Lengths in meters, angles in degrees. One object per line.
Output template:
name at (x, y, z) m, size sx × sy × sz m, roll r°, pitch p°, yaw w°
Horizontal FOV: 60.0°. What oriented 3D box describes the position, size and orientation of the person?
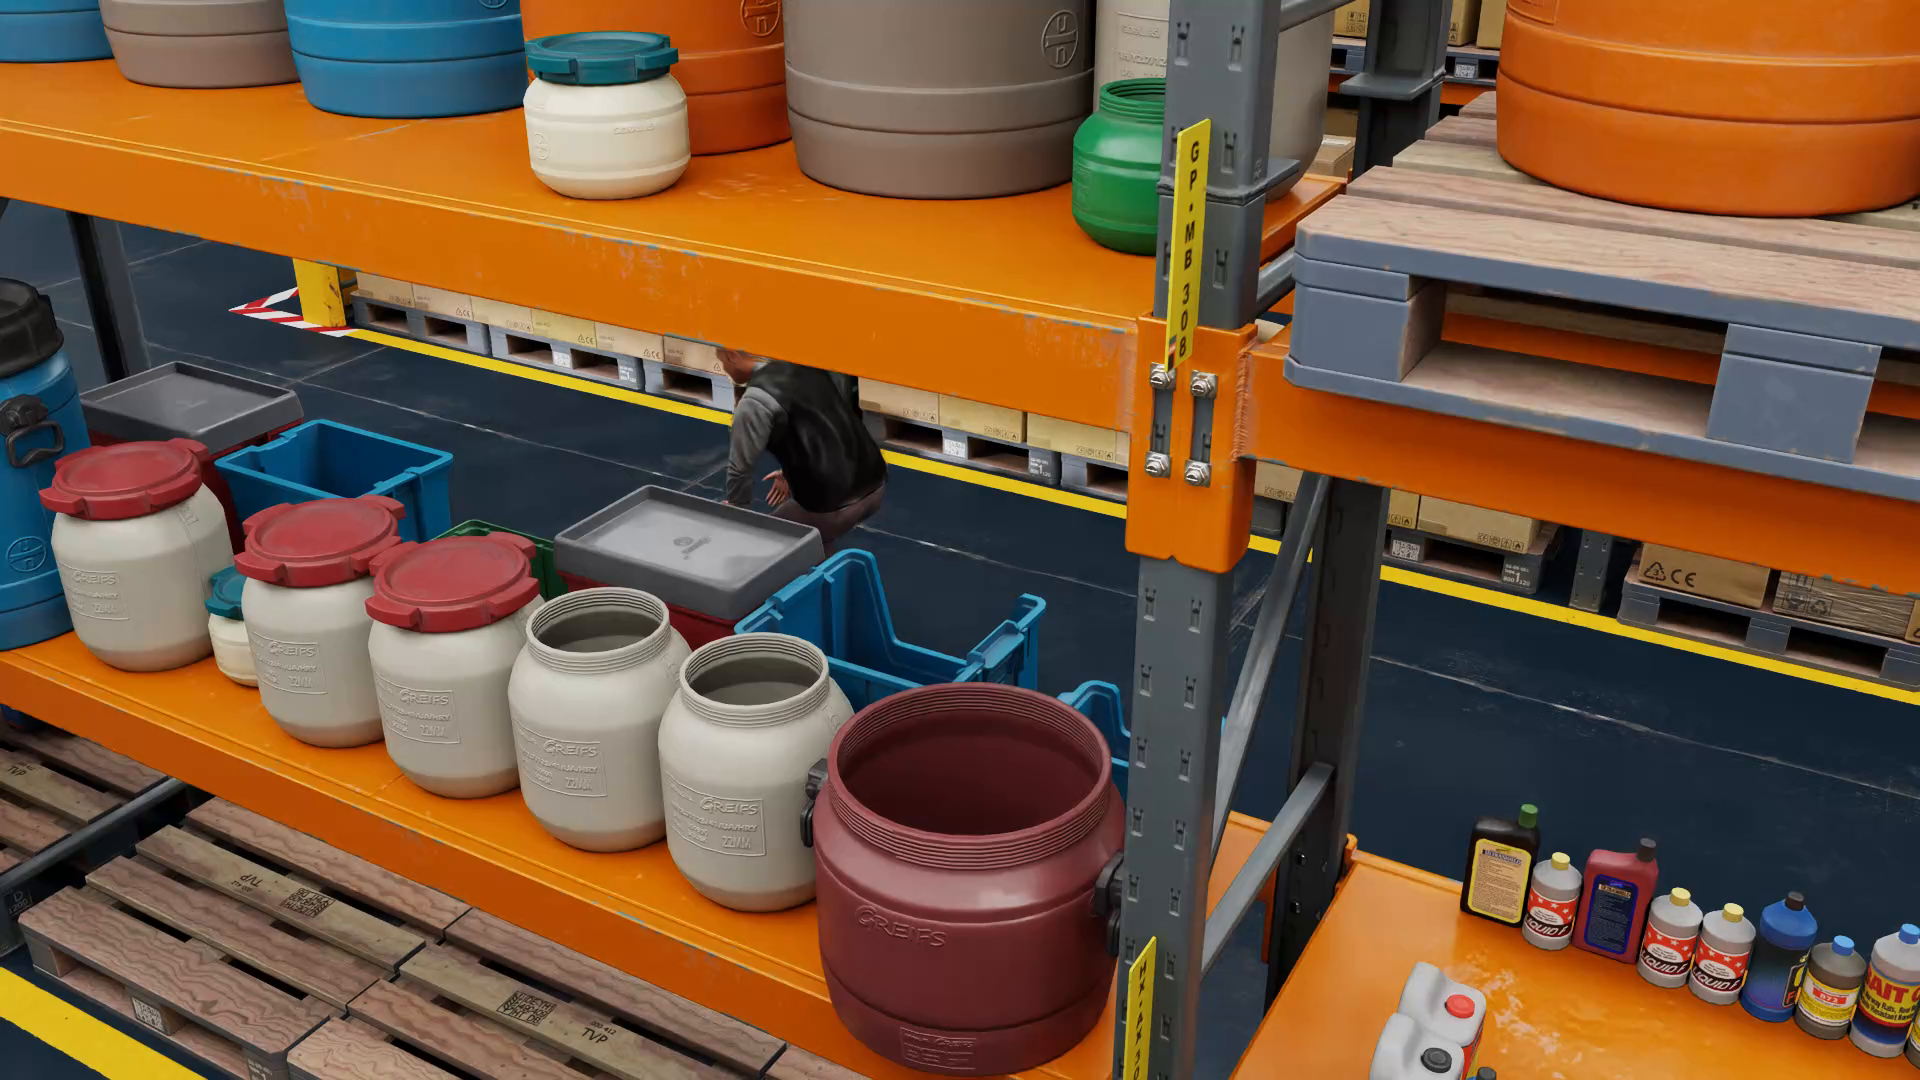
person at (-0.675, -0.197, 6.904) m, size 0.709 × 1.404 × 0.591 m, roll 14°, pitch 30°, yaw 26°
